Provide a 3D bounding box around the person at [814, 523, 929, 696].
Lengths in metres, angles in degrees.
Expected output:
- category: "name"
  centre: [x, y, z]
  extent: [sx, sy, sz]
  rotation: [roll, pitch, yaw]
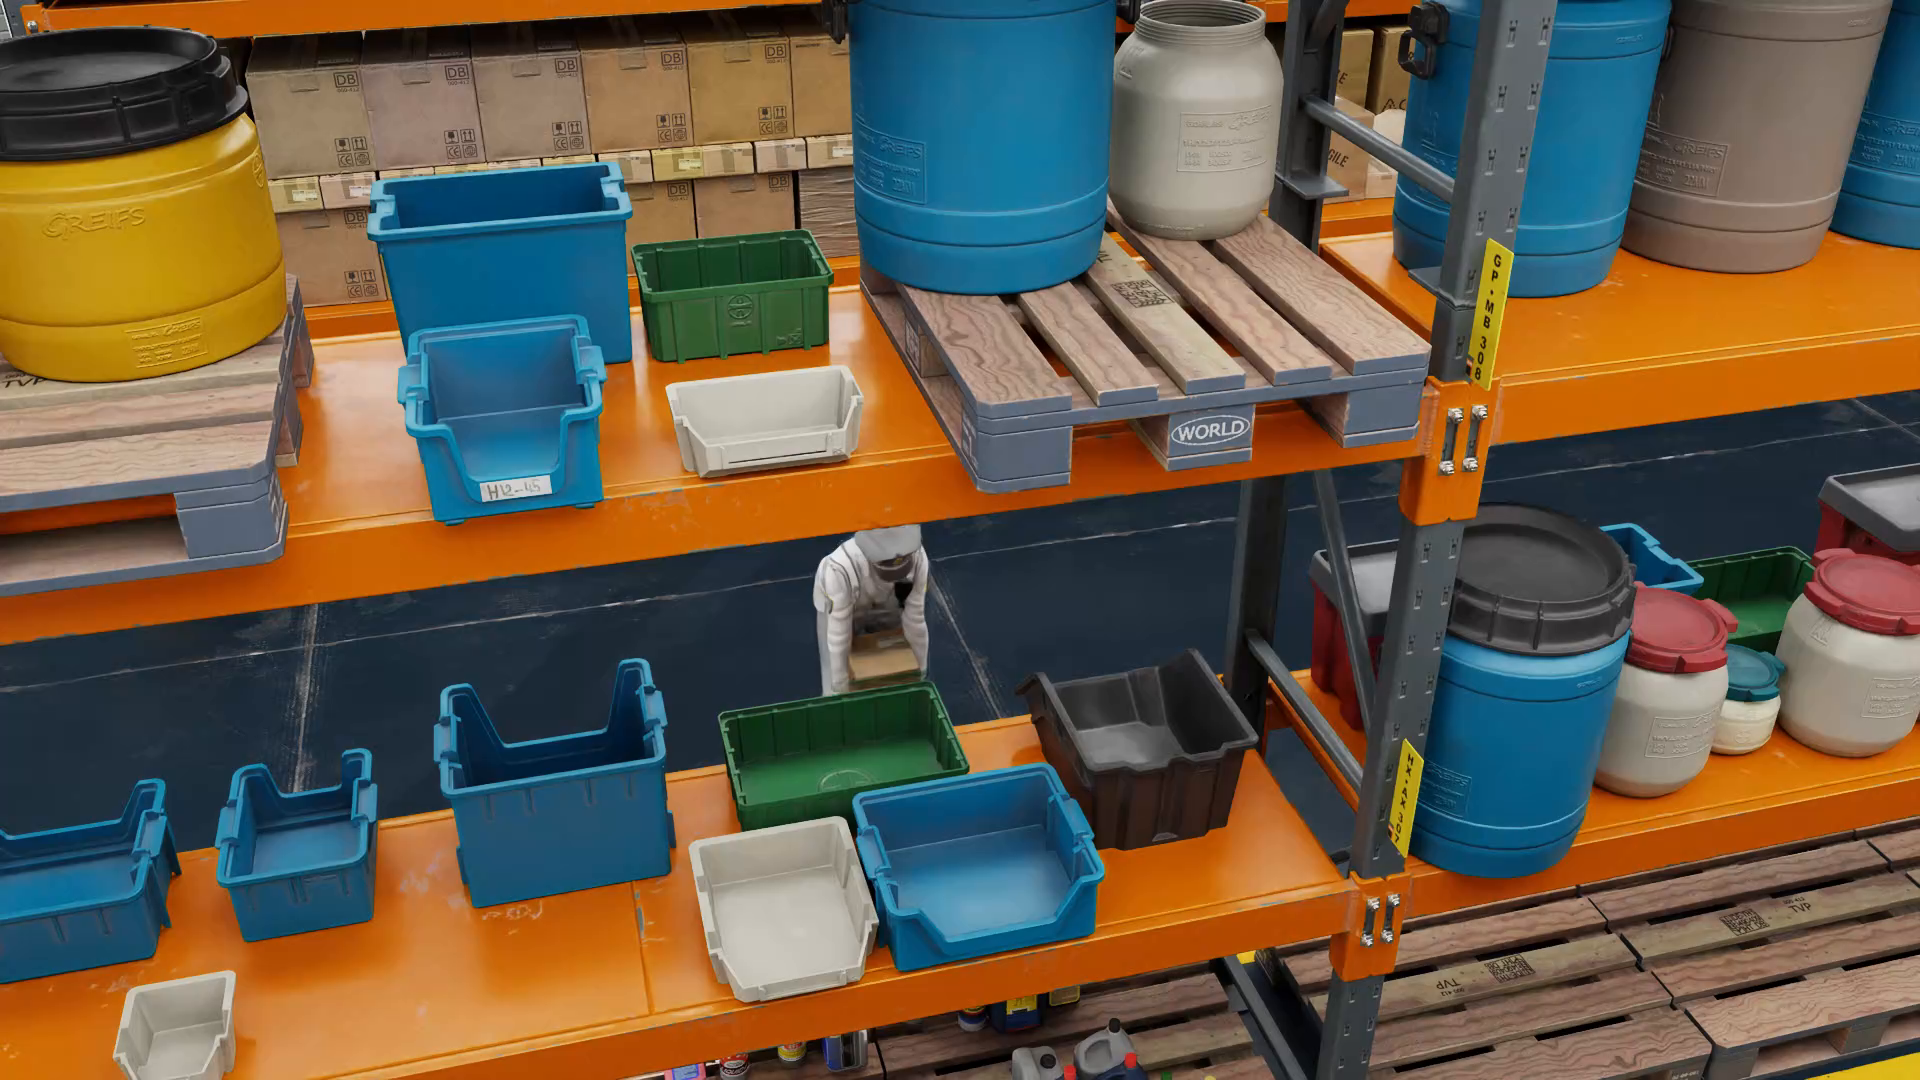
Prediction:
- category: "person"
  centre: [-0.331, 0.446, 6.556]
  extent: [0.405, 1.484, 0.757]
  rotation: [-9, 32, -14]
